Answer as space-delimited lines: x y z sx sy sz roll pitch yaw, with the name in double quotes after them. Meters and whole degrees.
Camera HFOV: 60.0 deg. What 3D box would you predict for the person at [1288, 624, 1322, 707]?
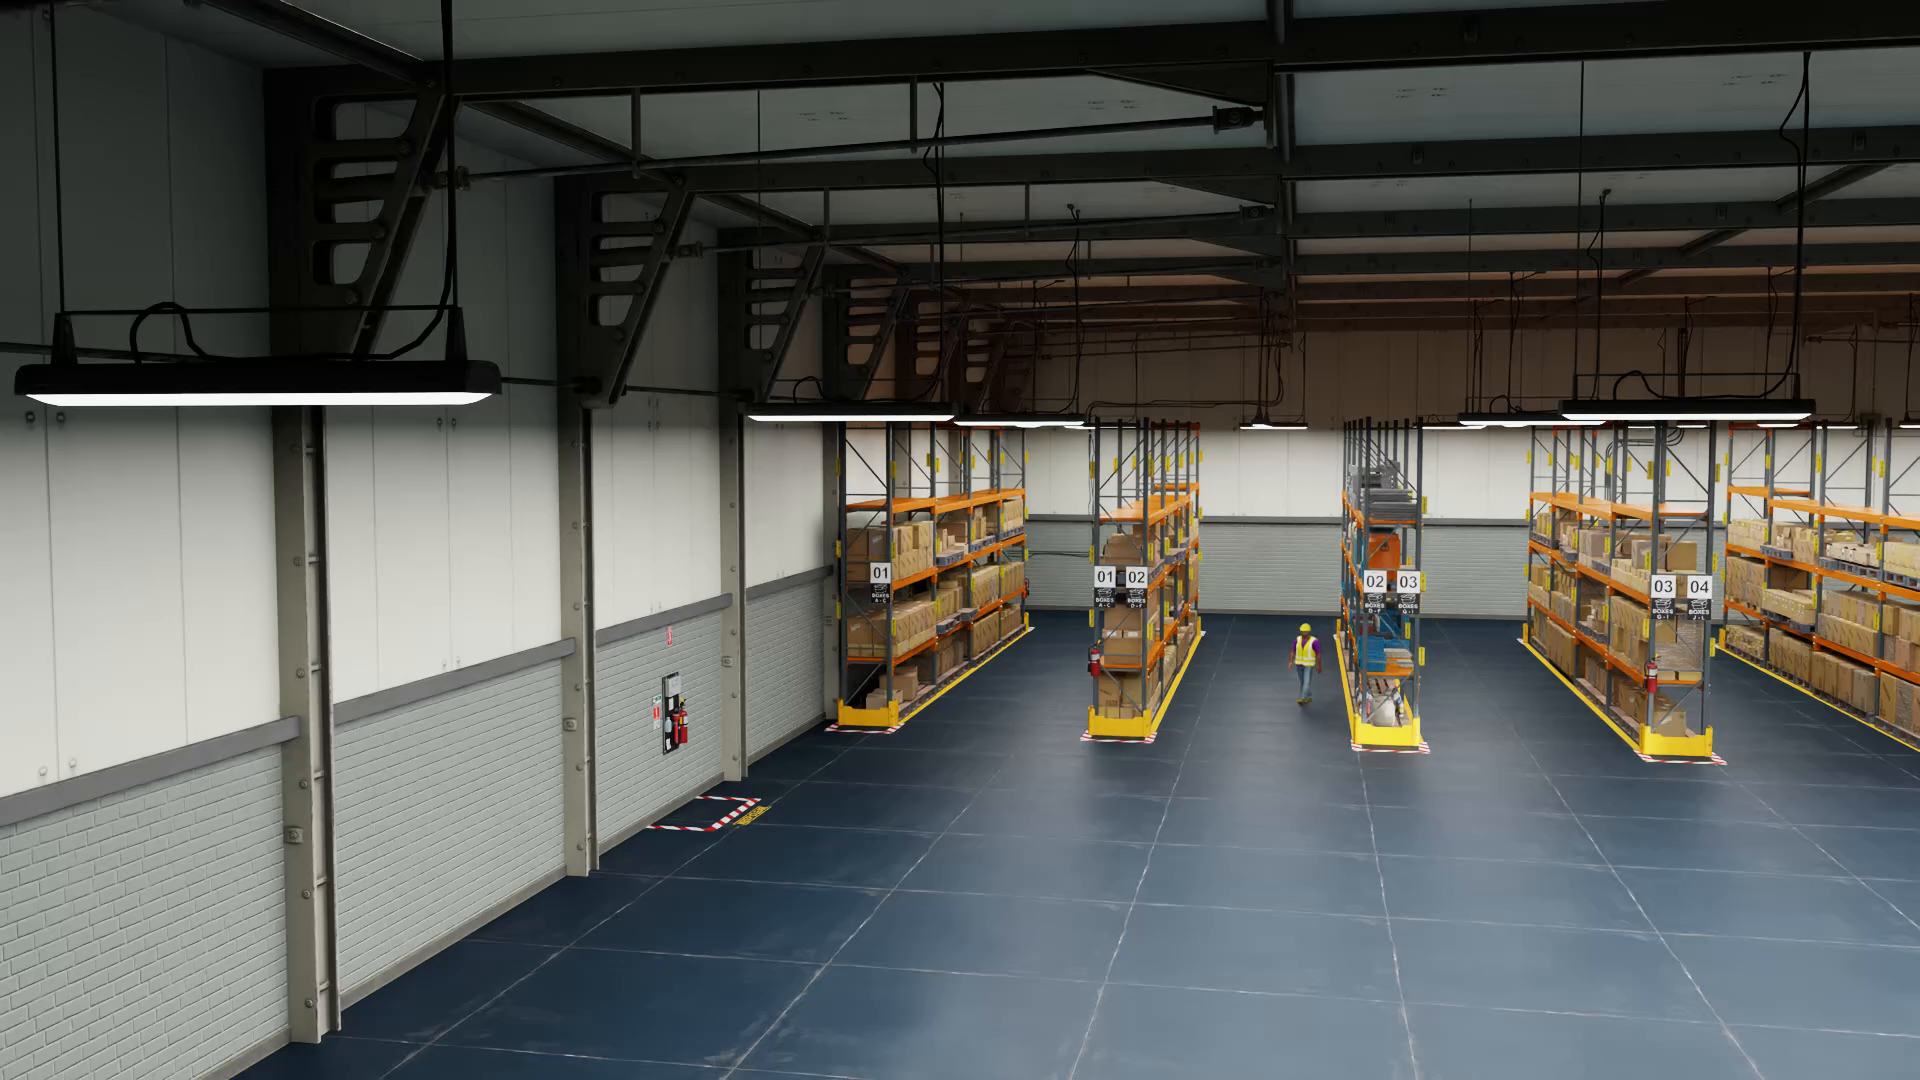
7.141 2.596 34.642 0.597 1.702 1.046 3 5 41 "person"
